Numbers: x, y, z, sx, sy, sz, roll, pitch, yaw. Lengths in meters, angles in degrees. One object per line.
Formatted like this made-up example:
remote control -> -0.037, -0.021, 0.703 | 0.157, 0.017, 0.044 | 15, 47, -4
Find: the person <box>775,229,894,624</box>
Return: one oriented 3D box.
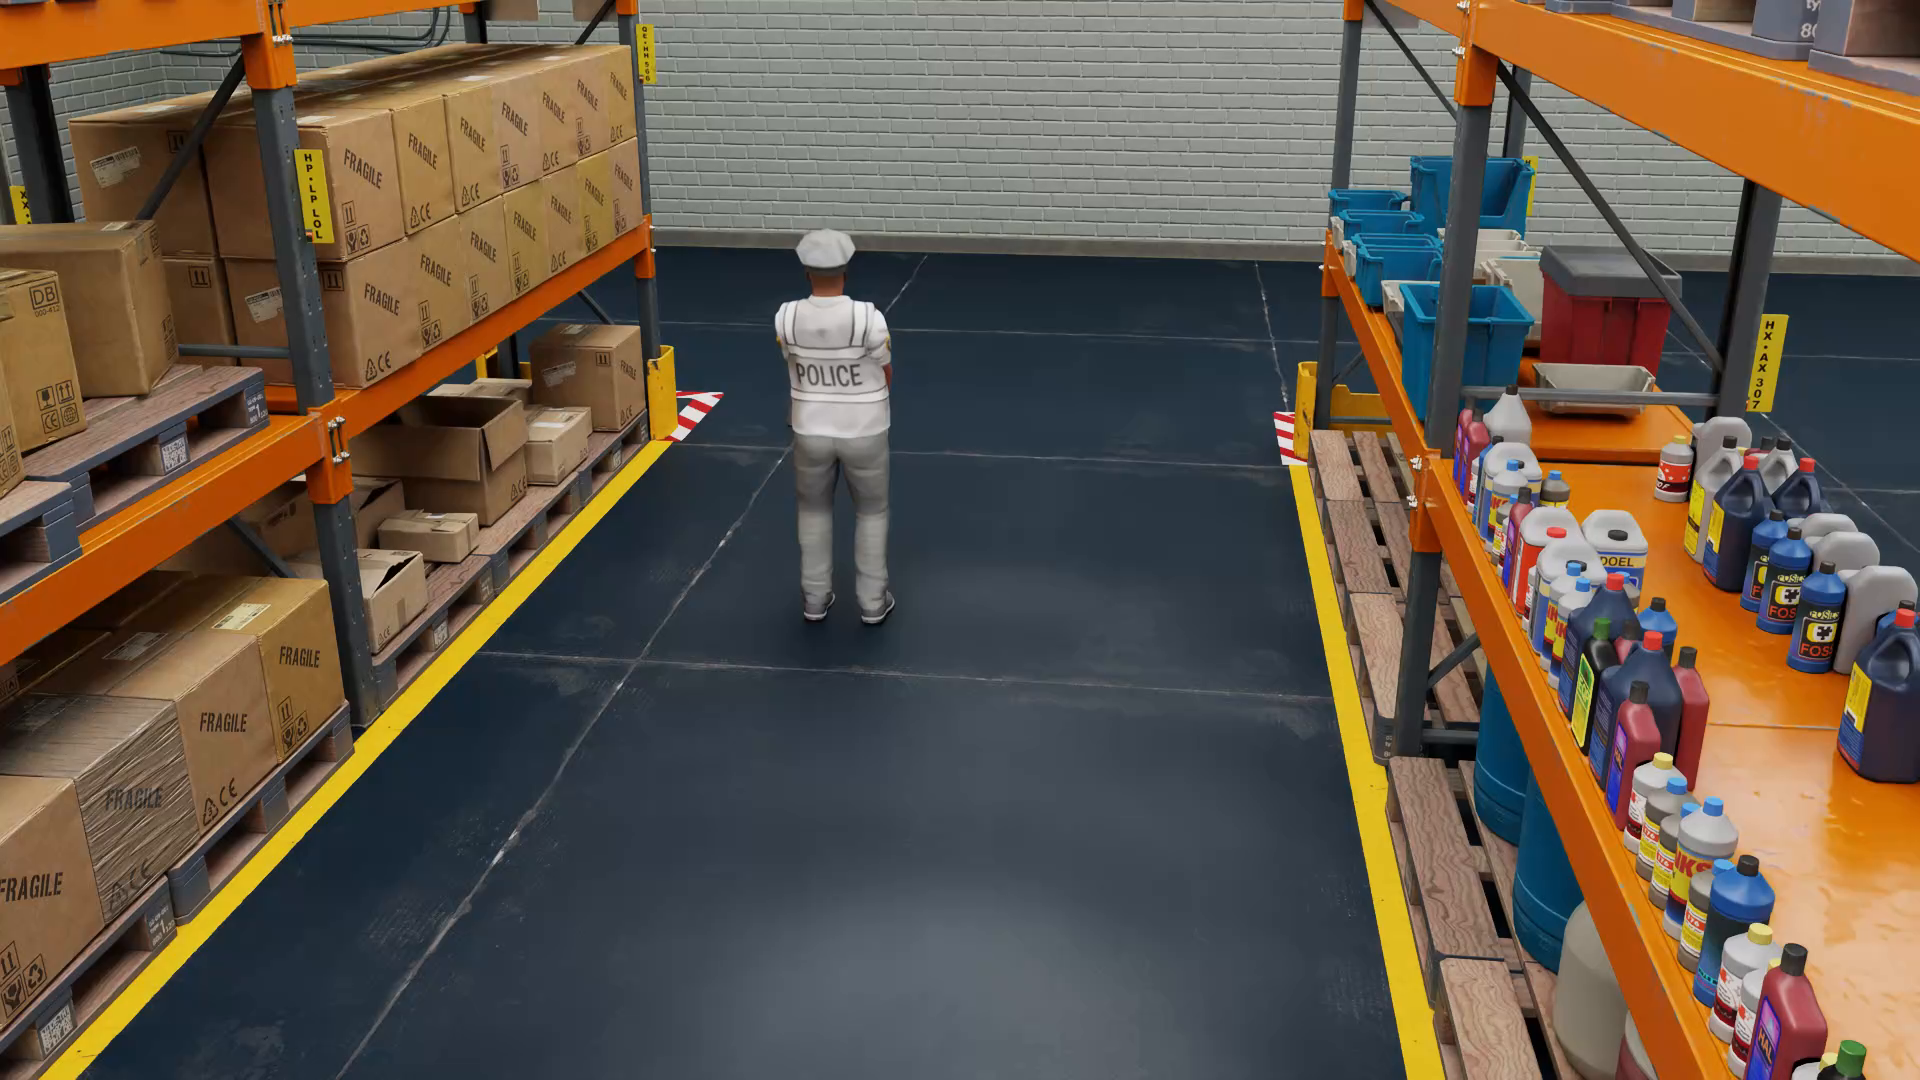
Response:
person -> -0.531, -0.513, 7.383 | 0.494, 1.766, 0.565 | 3, 21, 7
